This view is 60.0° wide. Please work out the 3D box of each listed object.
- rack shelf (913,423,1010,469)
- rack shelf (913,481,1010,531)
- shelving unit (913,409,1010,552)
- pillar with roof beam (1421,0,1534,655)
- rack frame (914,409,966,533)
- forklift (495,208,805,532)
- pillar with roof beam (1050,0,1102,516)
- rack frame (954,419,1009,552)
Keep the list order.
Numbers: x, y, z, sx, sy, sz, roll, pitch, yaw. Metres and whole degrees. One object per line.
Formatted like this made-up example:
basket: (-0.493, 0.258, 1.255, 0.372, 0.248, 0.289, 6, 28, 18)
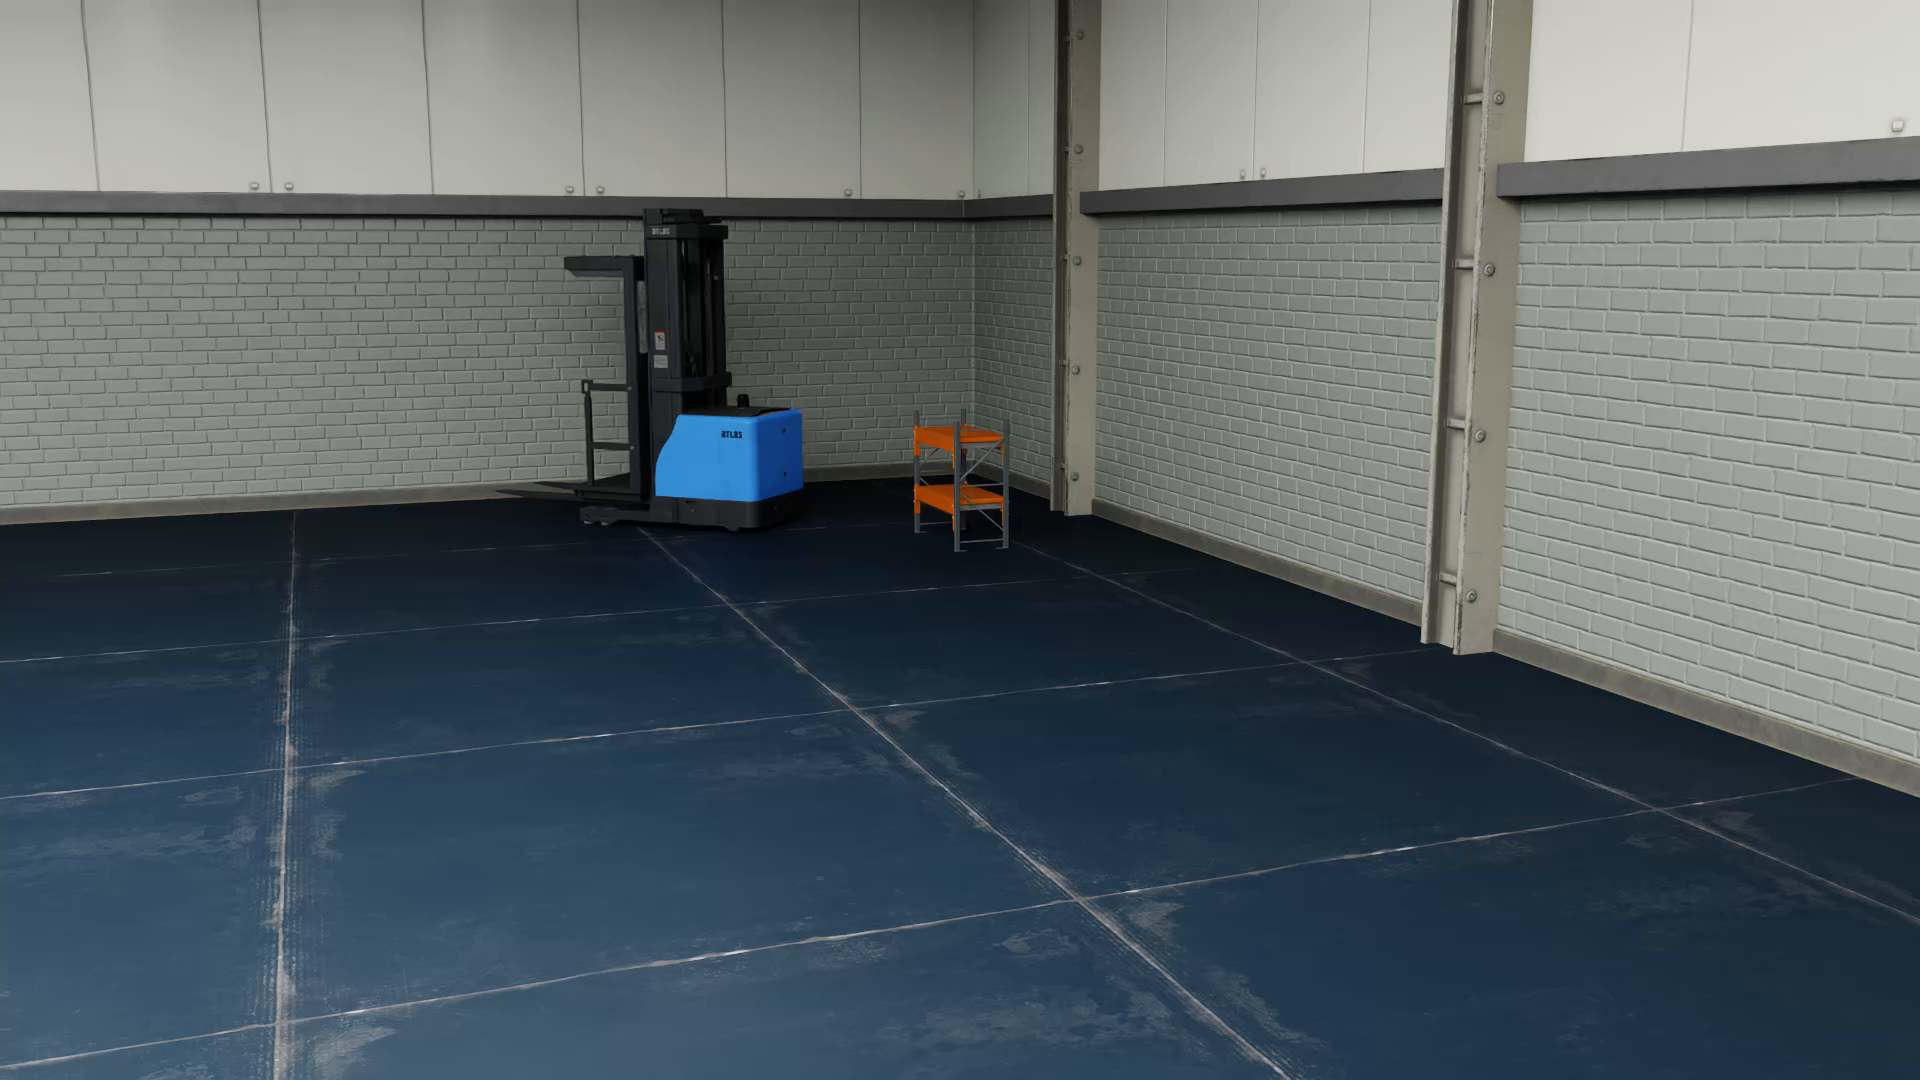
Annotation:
rack shelf: (0.002, -0.841, 14.764, 0.538, 0.278, 1.000, -4, 11, -21)
rack shelf: (0.002, -0.312, 14.858, 0.538, 0.278, 1.000, -4, 11, -21)
shelving unit: (0.002, -0.553, 14.815, 0.538, 1.125, 1.048, -4, 11, -21)
pillar with roof beam: (-0.726, -3.456, 8.653, 9.100, 9.000, 0.400, -4, 11, -21)
rack frame: (-0.182, -0.636, 15.282, 0.500, 1.125, 0.032, -4, 11, -21)
forklift: (-3.056, -1.661, 15.887, 3.031, 2.935, 1.130, 4, 11, 22)
pillar with roof beam: (-2.900, -4.435, 14.159, 9.100, 9.000, 0.400, -4, 11, -21)
rack frame: (0.187, -0.470, 14.349, 0.500, 1.125, 0.032, -4, 11, -21)
